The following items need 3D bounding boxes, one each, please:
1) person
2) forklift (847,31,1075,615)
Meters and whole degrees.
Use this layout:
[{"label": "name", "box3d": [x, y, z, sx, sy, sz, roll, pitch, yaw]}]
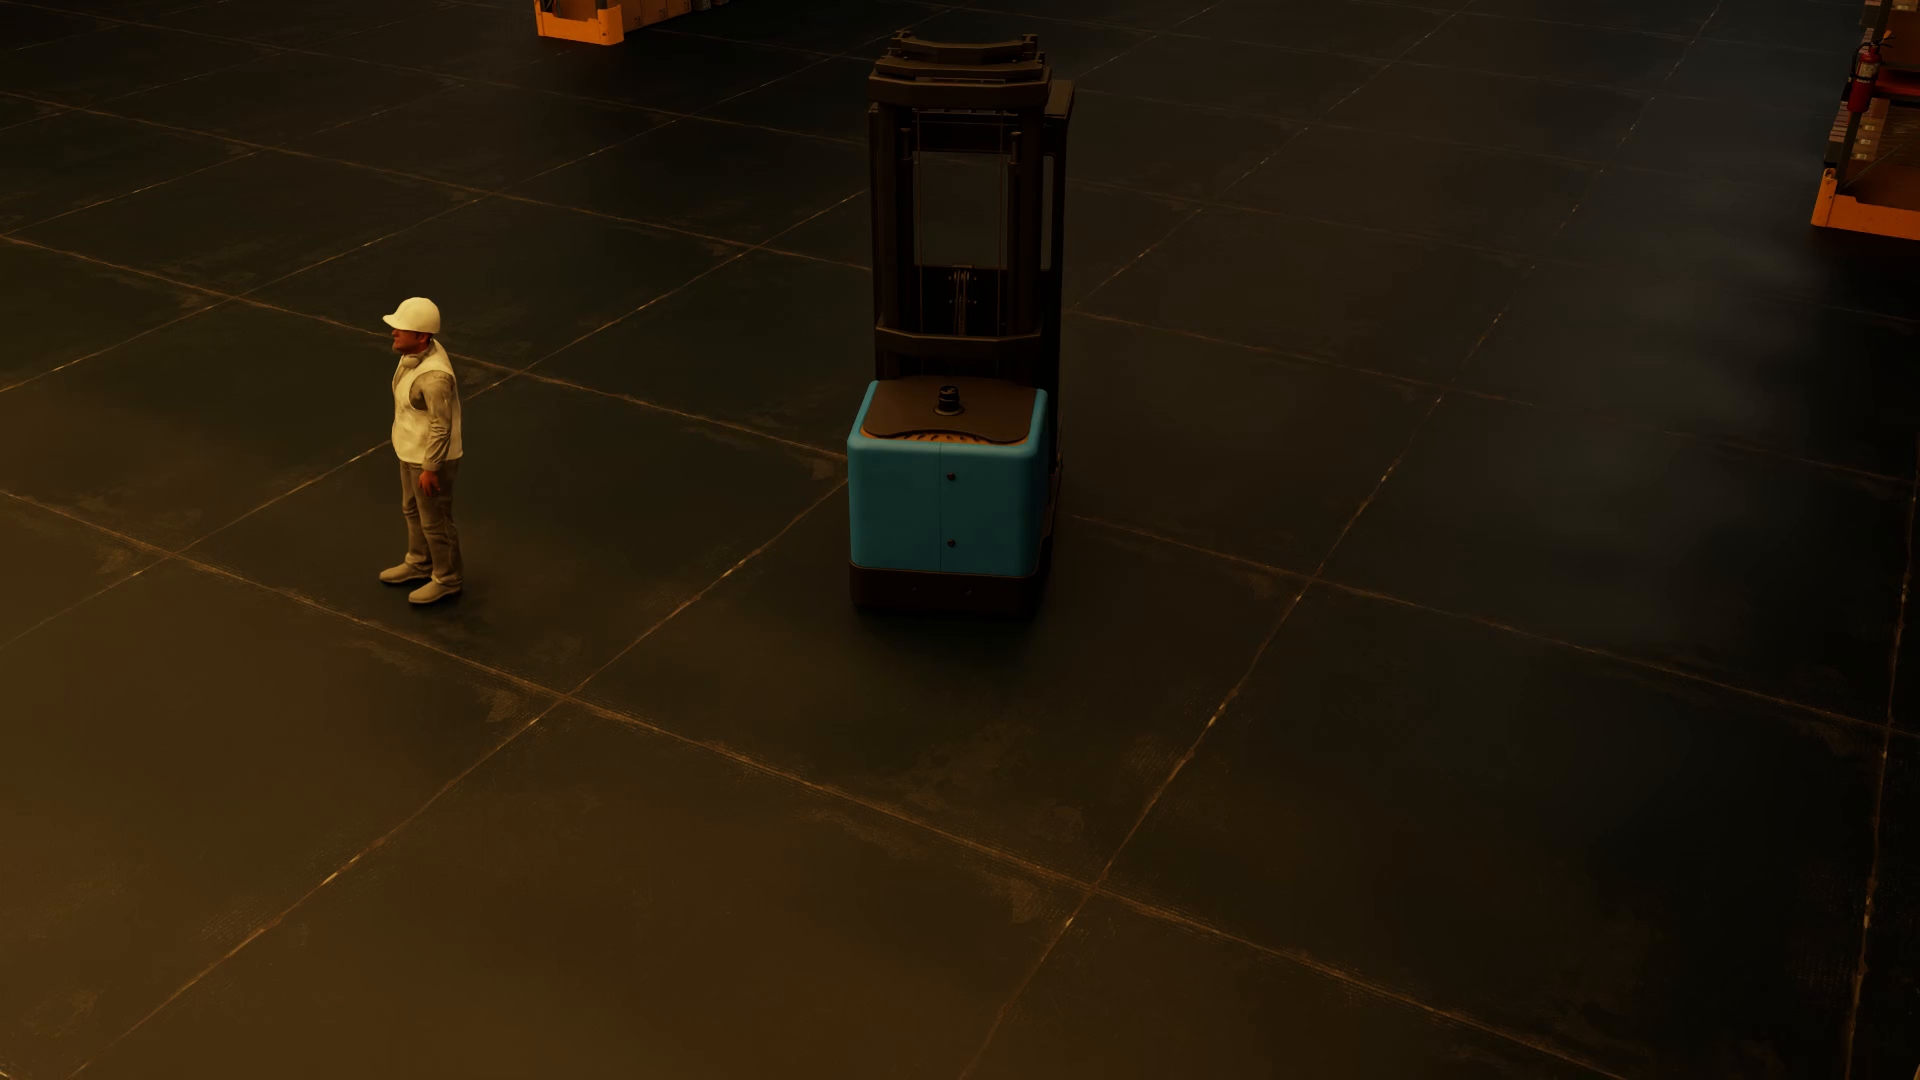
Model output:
[{"label": "person", "box3d": [-2.969, -0.473, 9.035, 0.565, 1.774, 0.628, -14, 33, -22]}, {"label": "forklift", "box3d": [0.072, -1.572, 9.794, 1.130, 2.935, 3.031, 3, 30, 6]}]
